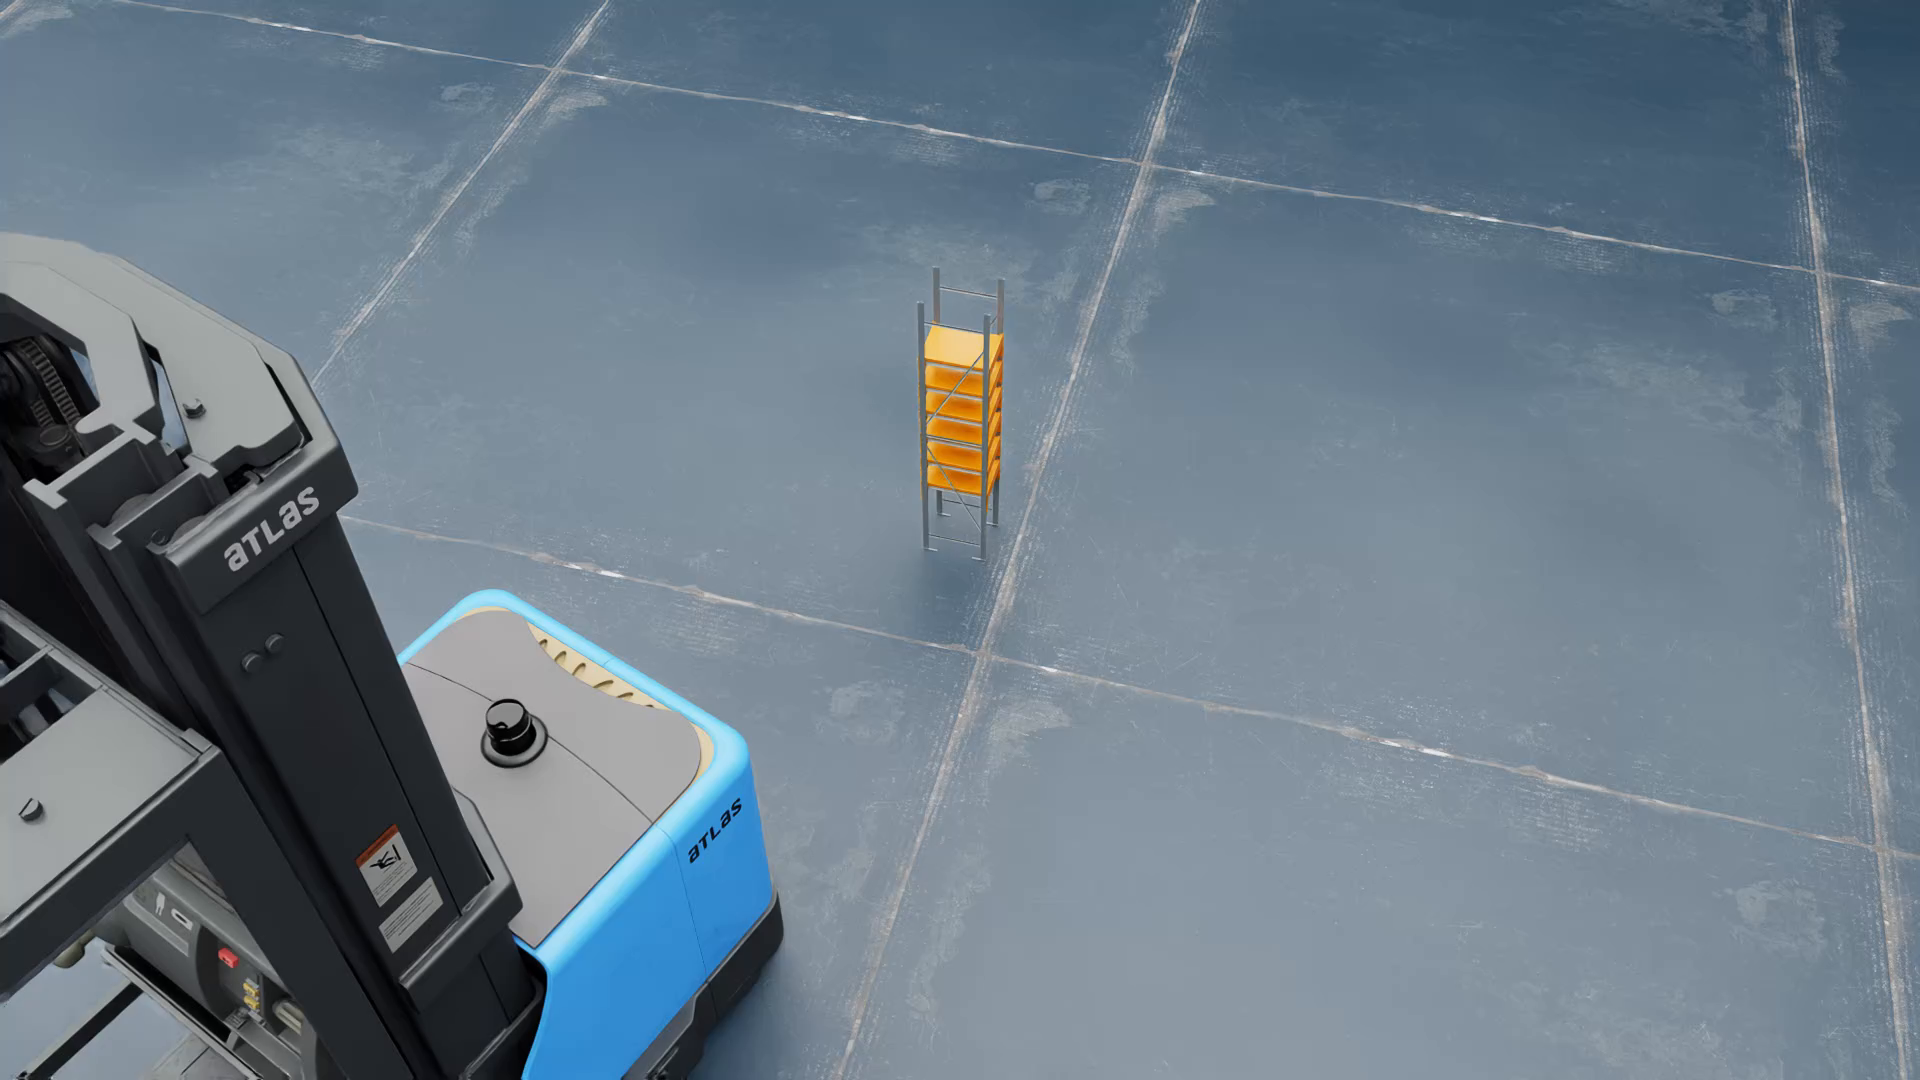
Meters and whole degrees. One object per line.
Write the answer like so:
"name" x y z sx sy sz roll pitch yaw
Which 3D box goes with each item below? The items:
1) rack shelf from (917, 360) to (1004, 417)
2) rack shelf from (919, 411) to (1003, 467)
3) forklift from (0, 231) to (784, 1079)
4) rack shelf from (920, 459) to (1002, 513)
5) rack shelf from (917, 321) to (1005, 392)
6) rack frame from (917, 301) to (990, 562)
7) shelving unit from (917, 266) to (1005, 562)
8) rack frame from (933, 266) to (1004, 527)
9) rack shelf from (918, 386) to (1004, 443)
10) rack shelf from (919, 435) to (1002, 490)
"rack shelf" 0.004 -0.537 5.663 0.258 0.103 0.180 12 50 10
"rack shelf" 0.004 -0.378 5.843 0.258 0.103 0.180 12 50 10
"forklift" -1.791 0.970 3.439 1.130 2.935 3.031 27 54 22
"rack shelf" 0.004 -0.219 6.023 0.258 0.103 0.180 12 50 10
"rack shelf" 0.004 -0.616 5.573 0.258 0.103 0.180 12 50 10
"rack frame" -0.020 -0.341 5.751 0.240 1.200 0.006 12 50 10
"shelving unit" 0.004 -0.408 5.809 0.258 1.200 0.189 12 50 10
"rack frame" 0.028 -0.474 5.868 0.240 1.200 0.006 12 50 10
"rack shelf" 0.004 -0.458 5.753 0.258 0.103 0.180 12 50 10
"rack shelf" 0.004 -0.299 5.933 0.258 0.103 0.180 12 50 10
